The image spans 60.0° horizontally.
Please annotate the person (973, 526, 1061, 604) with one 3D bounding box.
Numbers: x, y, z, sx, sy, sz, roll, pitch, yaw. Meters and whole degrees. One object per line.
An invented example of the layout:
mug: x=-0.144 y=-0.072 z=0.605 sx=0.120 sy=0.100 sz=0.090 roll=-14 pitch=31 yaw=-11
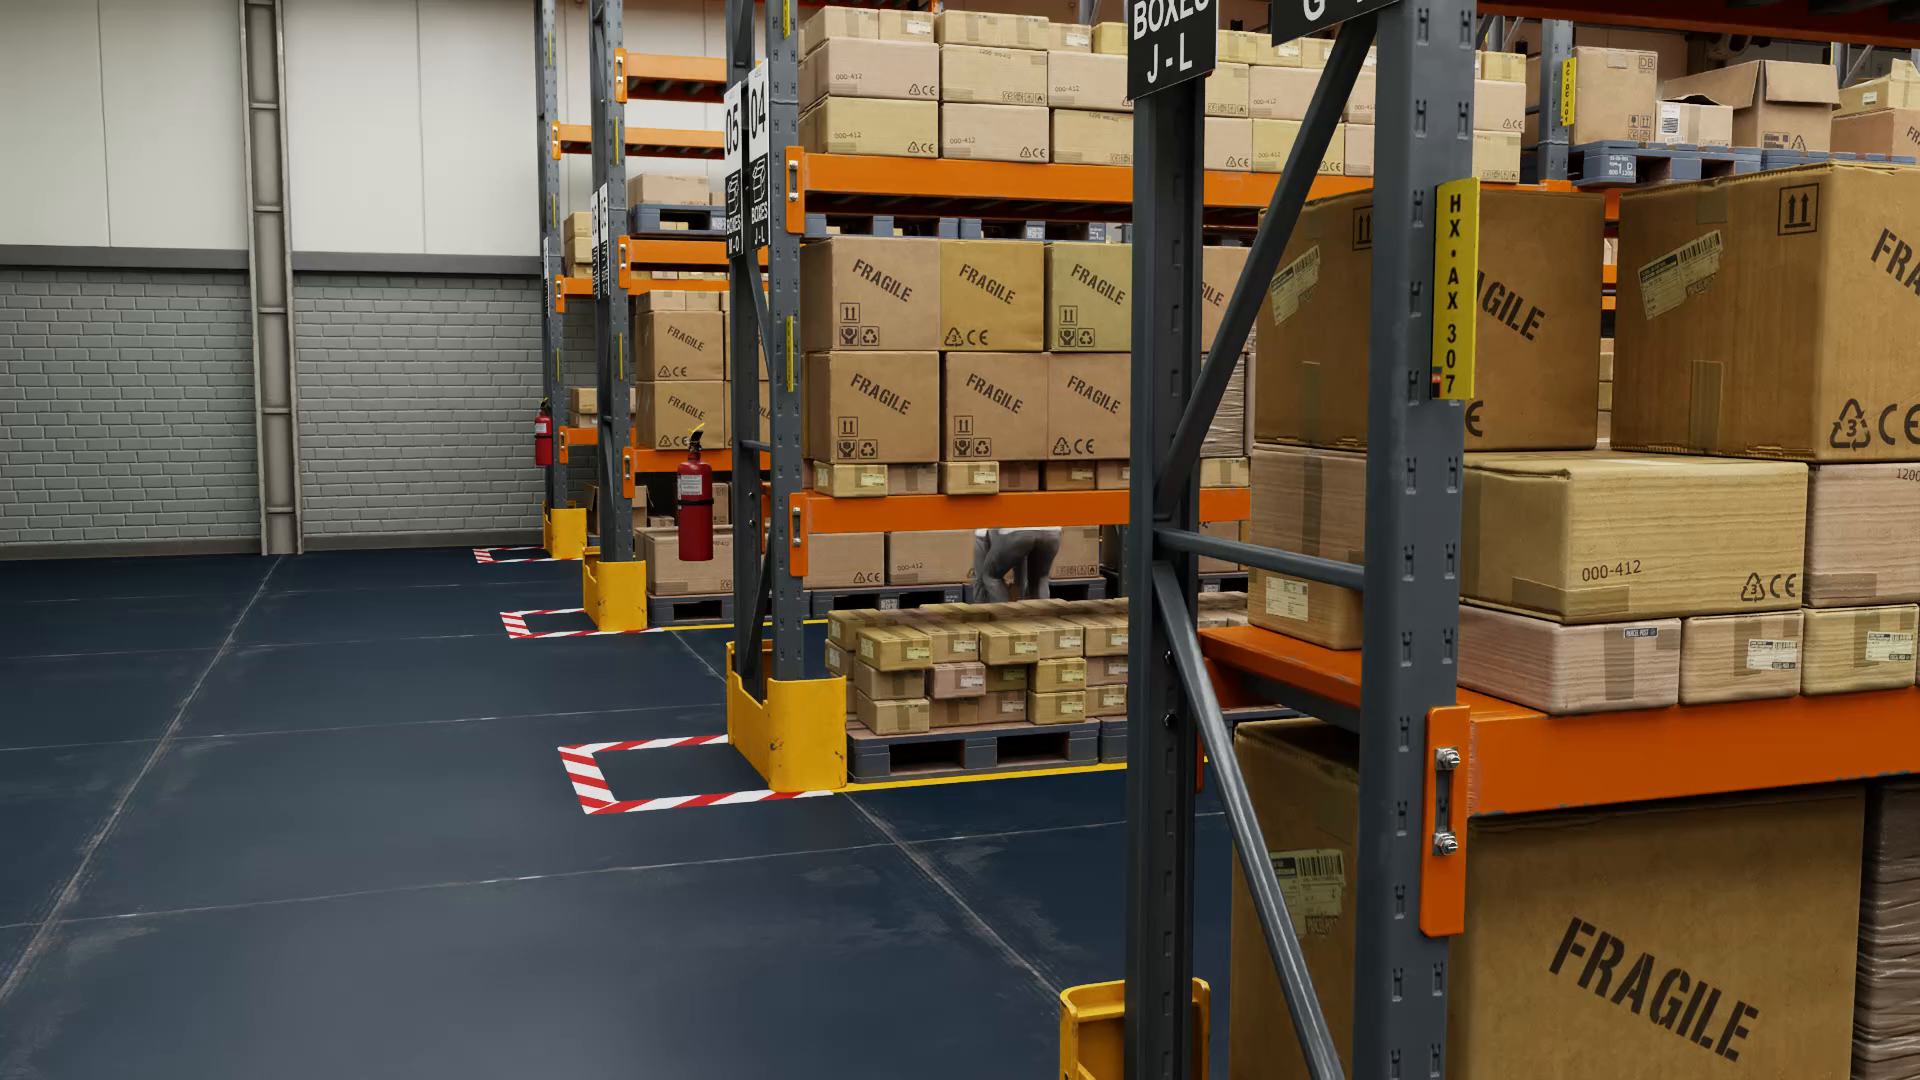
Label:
person: x=0.358 y=0.181 z=11.686 sx=0.489 sy=1.014 sz=0.998 roll=-2 pitch=6 yaw=-22
